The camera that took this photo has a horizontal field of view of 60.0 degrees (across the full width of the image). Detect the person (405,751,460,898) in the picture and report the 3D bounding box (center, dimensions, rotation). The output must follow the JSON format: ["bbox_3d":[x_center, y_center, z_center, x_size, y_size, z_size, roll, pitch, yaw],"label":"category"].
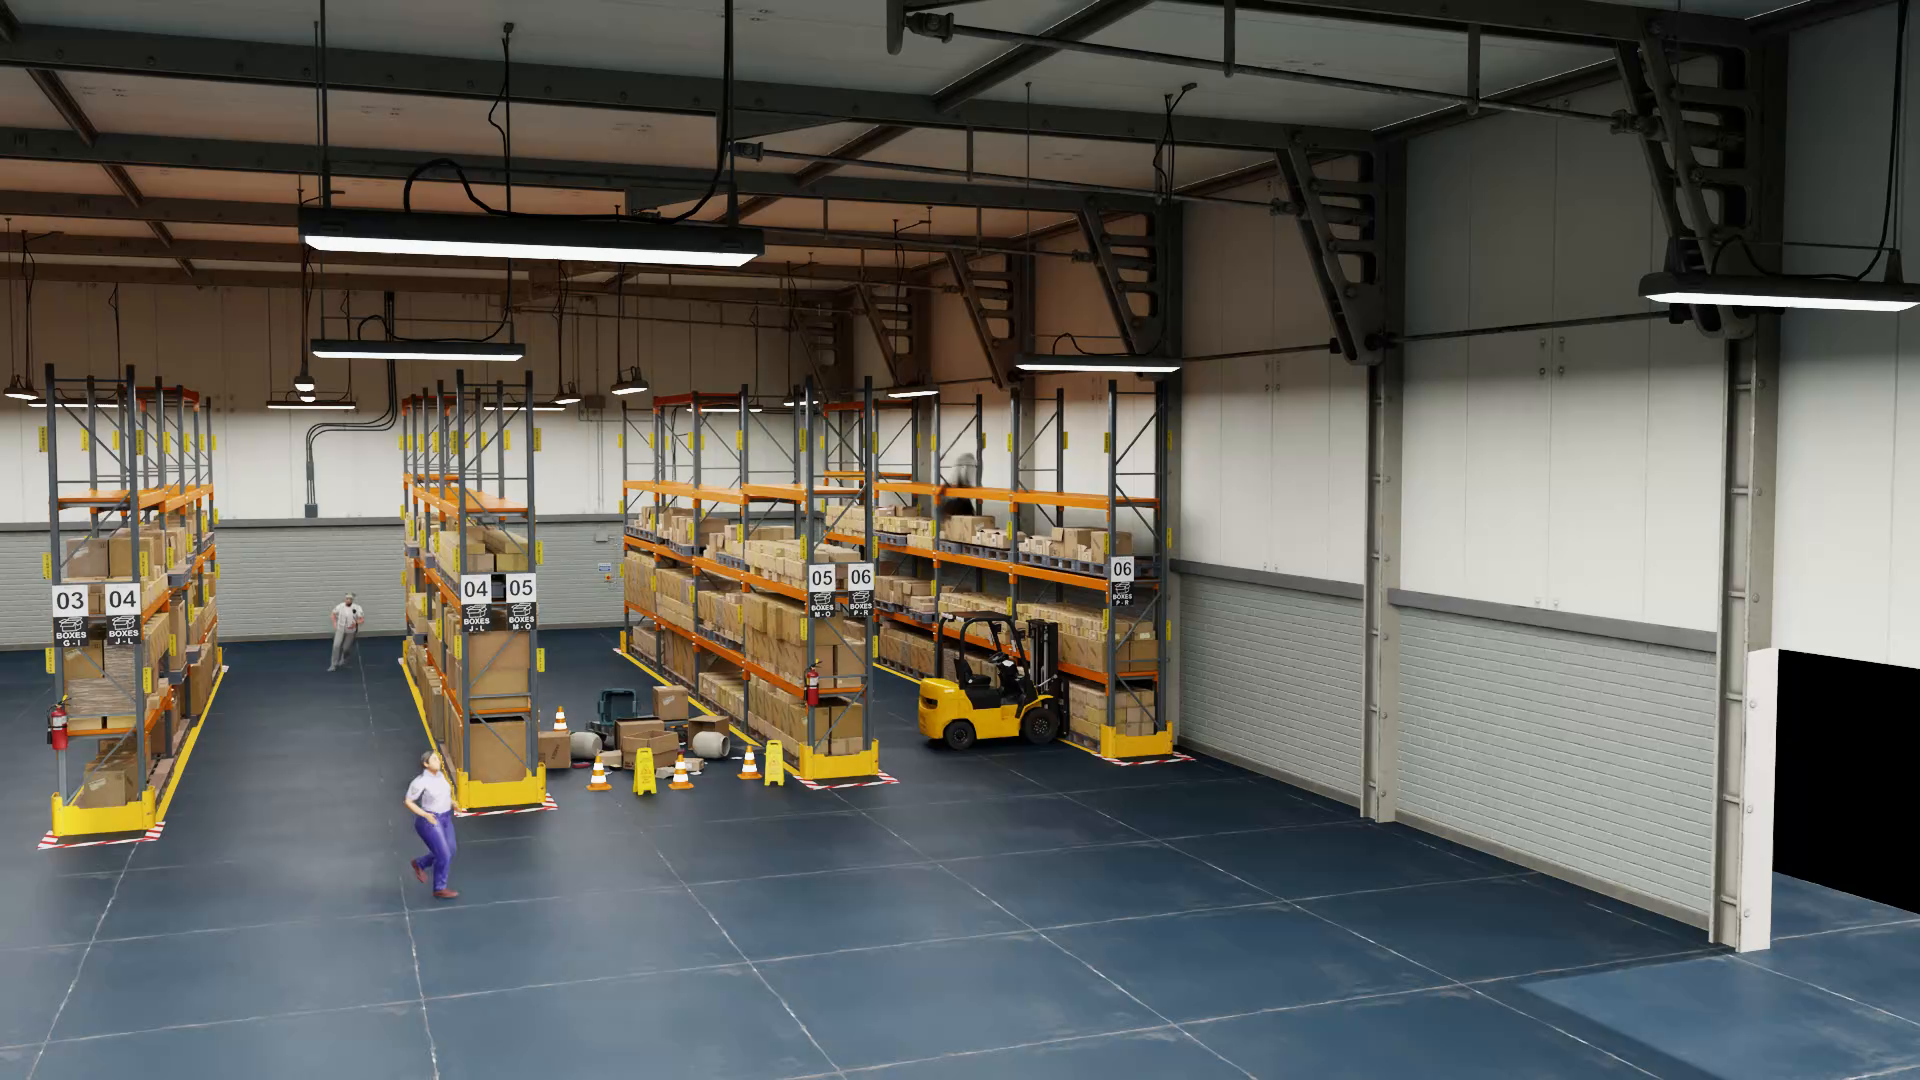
[{"bbox_3d":[-5.842,3.127,18.378,0.668,1.599,0.613,1,4,19],"label":"person"}]

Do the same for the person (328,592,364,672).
[{"bbox_3d":[-13.581,2.002,36.844,0.736,1.711,0.907,-1,3,-14],"label":"person"}]
